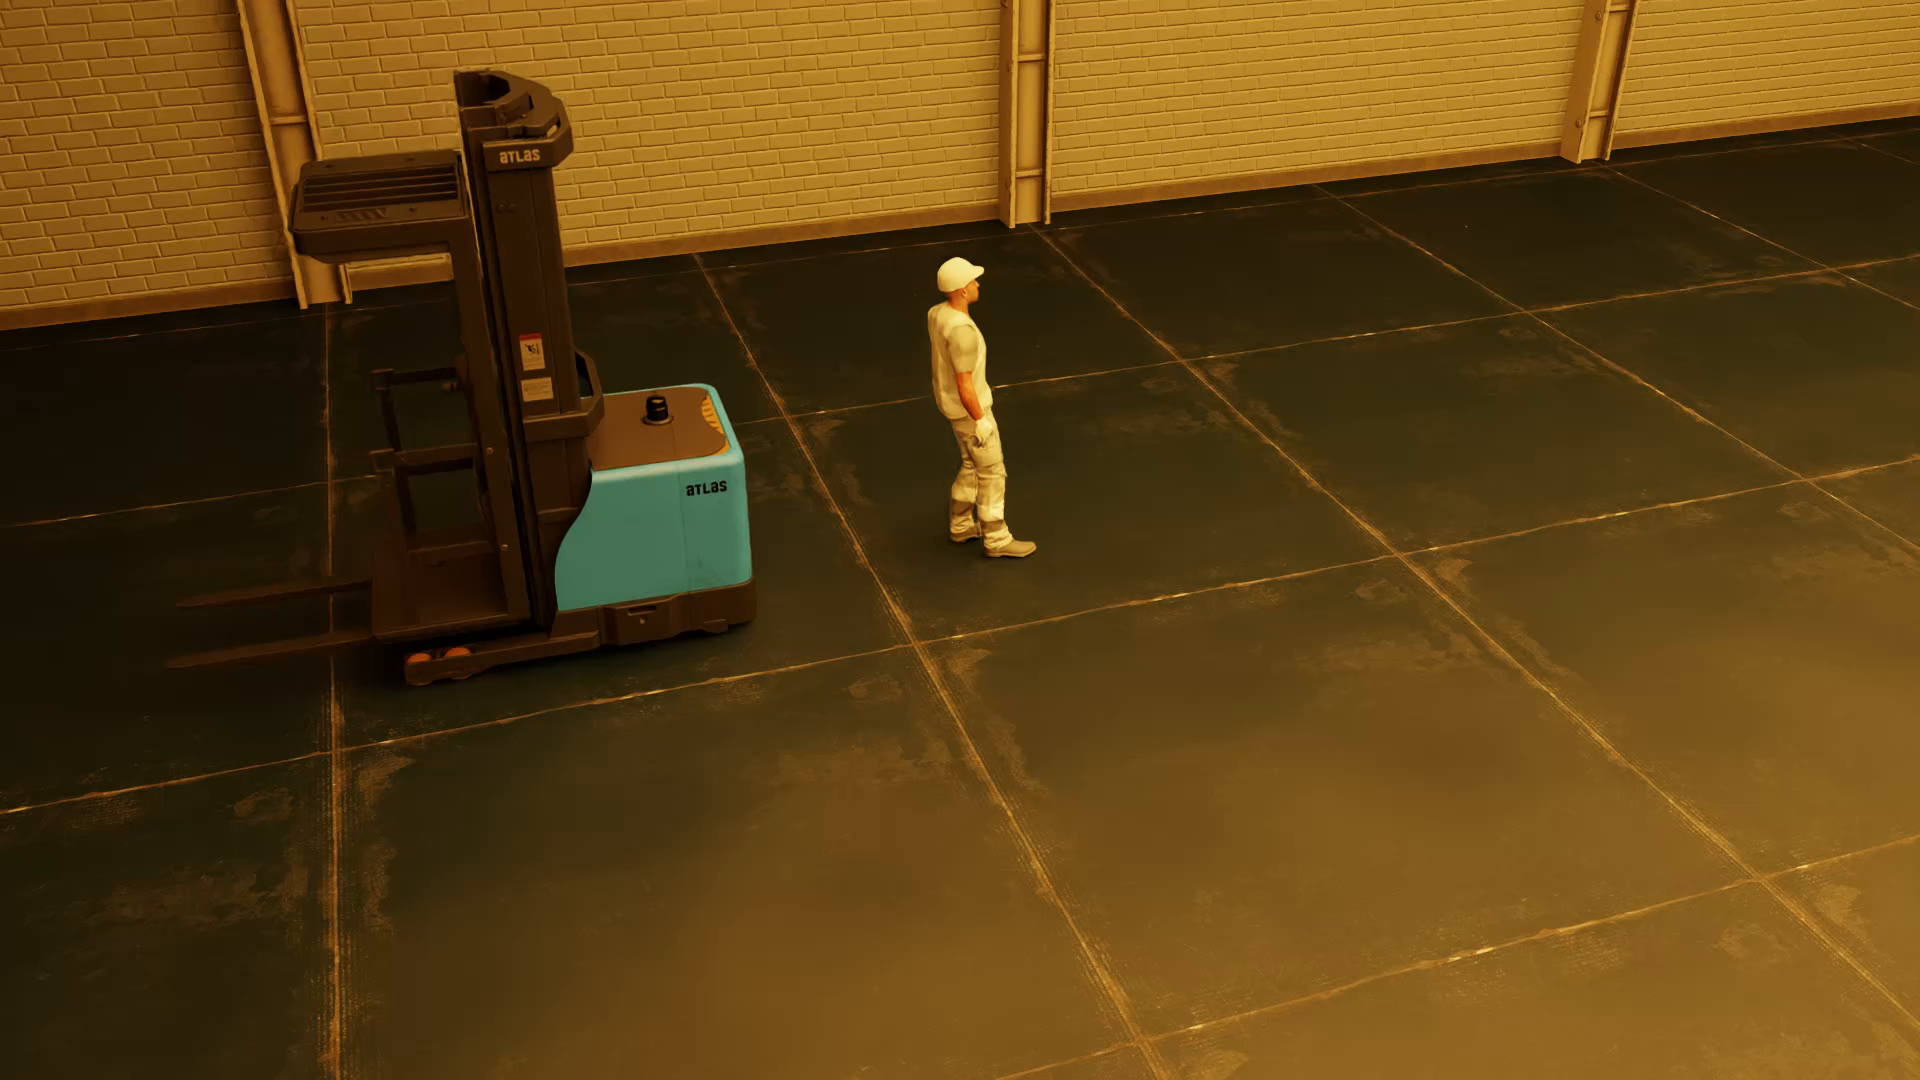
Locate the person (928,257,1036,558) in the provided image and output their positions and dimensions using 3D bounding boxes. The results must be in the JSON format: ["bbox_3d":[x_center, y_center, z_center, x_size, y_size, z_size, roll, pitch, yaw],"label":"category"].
[{"bbox_3d":[0.115,-0.790,9.628,0.566,1.777,0.666,-7,31,-12],"label":"person"}]

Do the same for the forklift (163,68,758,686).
[{"bbox_3d":[-2.694,-0.802,8.481,3.031,2.935,1.130,-9,31,-15],"label":"forklift"}]
